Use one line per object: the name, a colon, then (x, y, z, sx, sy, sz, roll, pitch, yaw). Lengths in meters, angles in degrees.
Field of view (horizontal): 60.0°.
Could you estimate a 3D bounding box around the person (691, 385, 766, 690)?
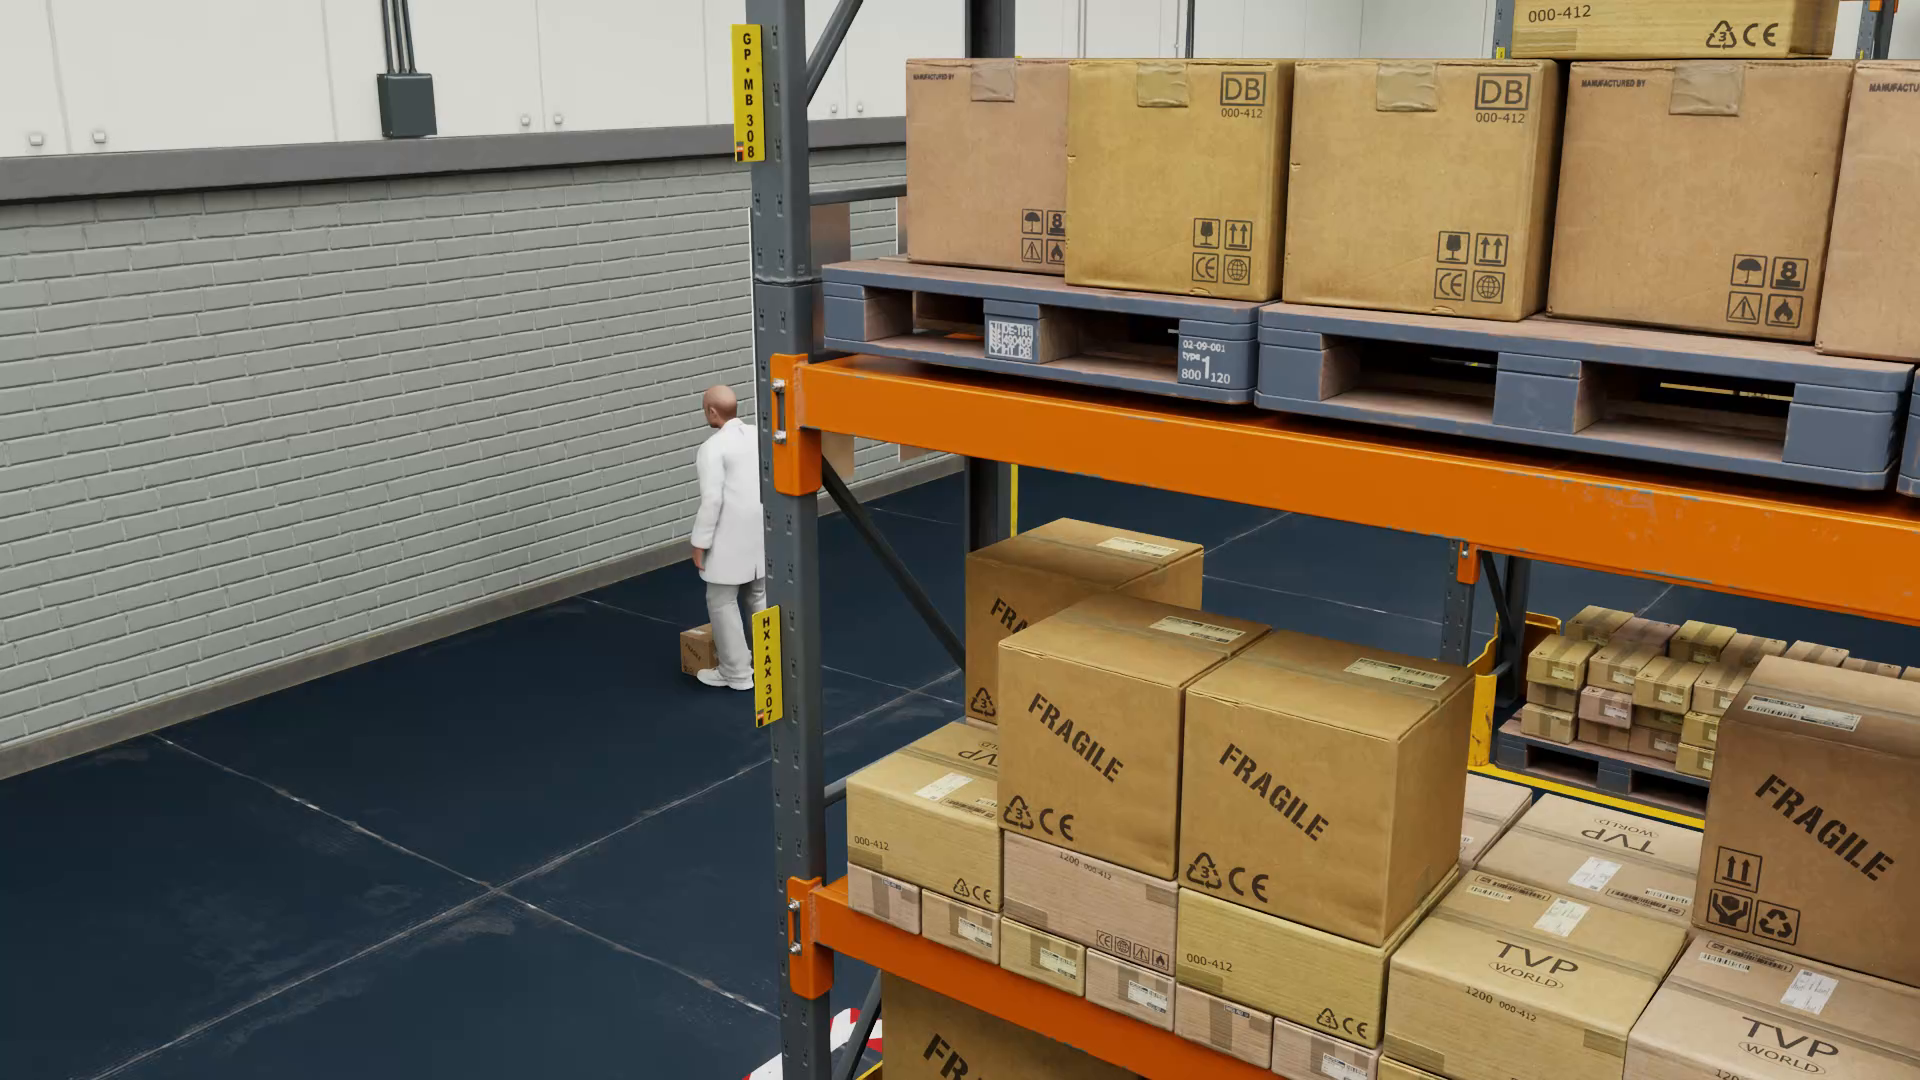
person: (-1.302, -0.020, 9.632, 0.416, 1.774, 0.656, 11, 20, 33)
